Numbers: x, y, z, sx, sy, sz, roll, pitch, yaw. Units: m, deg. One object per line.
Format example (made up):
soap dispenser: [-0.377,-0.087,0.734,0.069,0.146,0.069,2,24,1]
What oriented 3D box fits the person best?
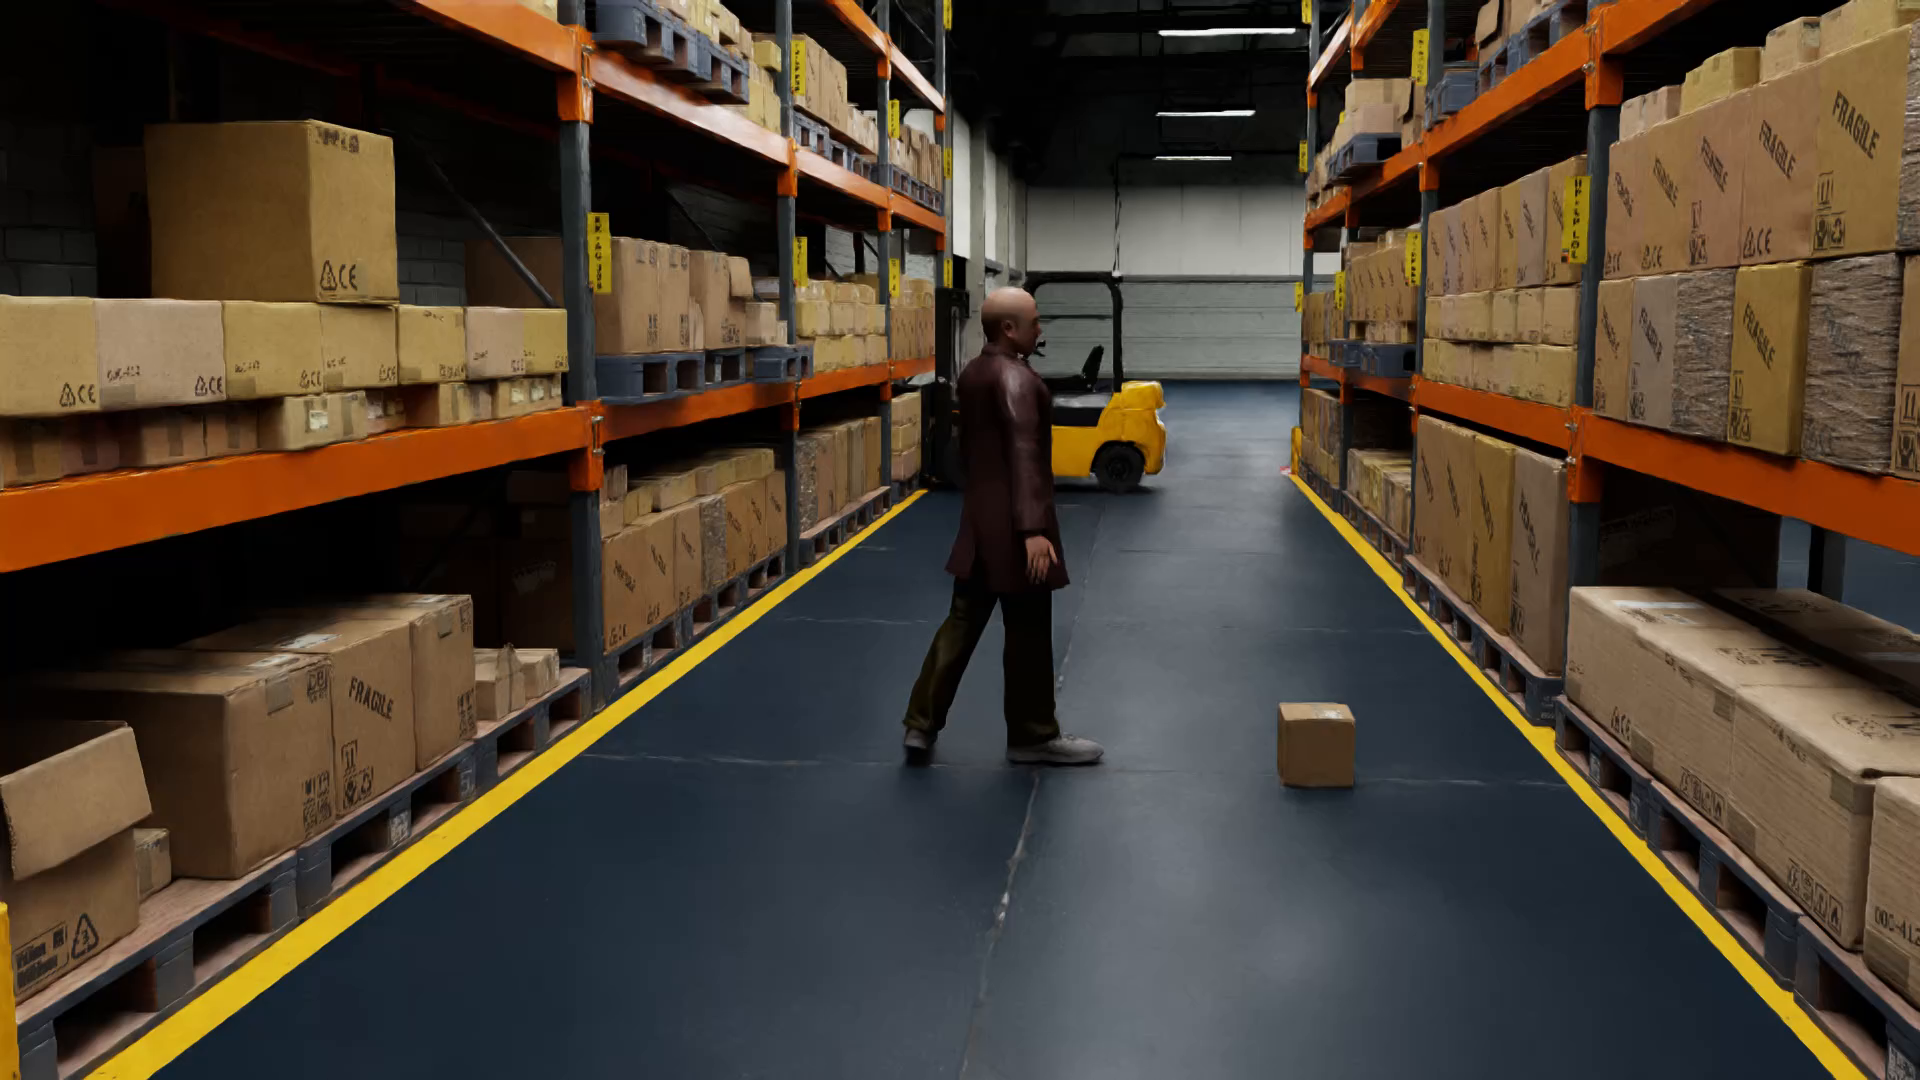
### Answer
person: [0.154,-0.044,6.172,0.707,1.774,0.775,-3,8,-23]
